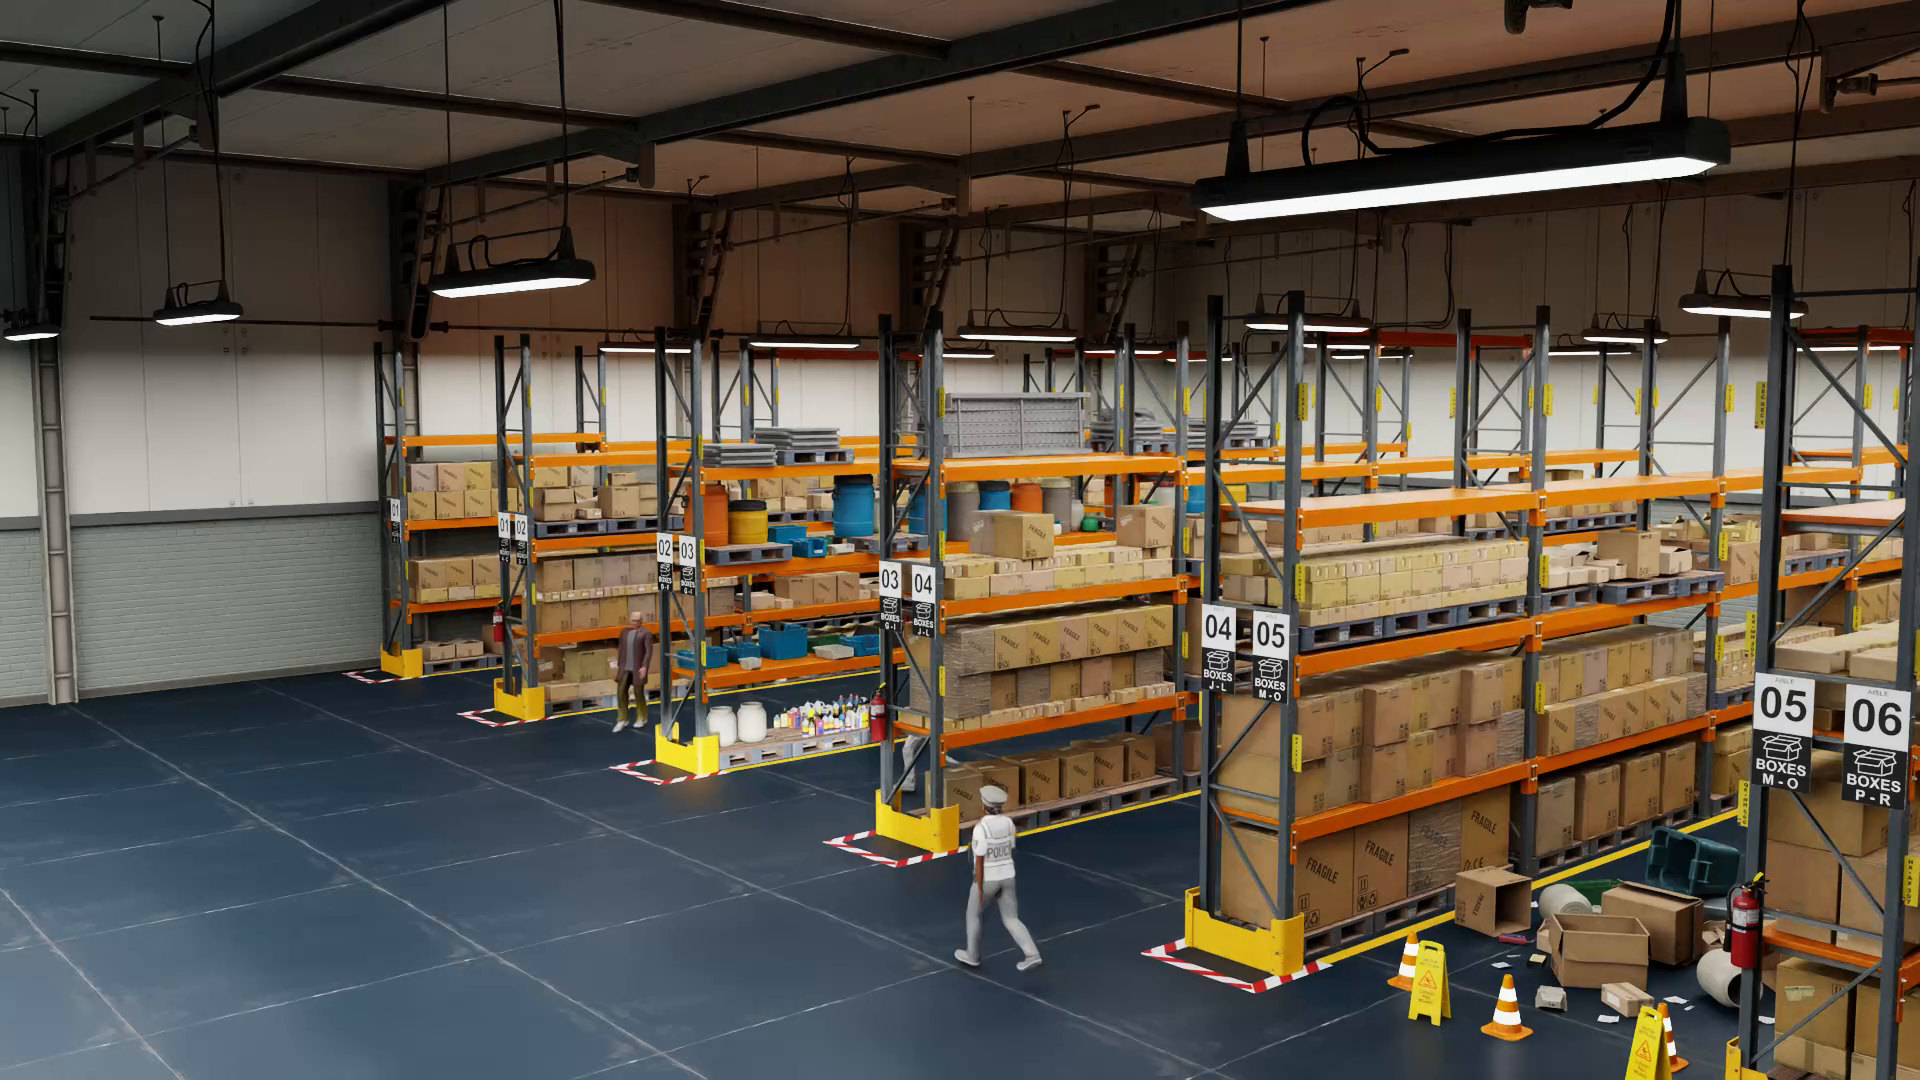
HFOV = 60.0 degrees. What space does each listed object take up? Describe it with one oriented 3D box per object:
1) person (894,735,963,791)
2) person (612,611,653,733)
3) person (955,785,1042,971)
[{"bbox_3d":[-0.408,2.384,21.446,1.055,1.673,0.554,-4,6,-35],"label":"person"},{"bbox_3d":[-4.983,1.999,25.238,0.612,1.818,0.700,1,5,11],"label":"person"},{"bbox_3d":[0.319,2.999,14.671,0.448,1.643,0.965,-4,7,-38],"label":"person"}]
